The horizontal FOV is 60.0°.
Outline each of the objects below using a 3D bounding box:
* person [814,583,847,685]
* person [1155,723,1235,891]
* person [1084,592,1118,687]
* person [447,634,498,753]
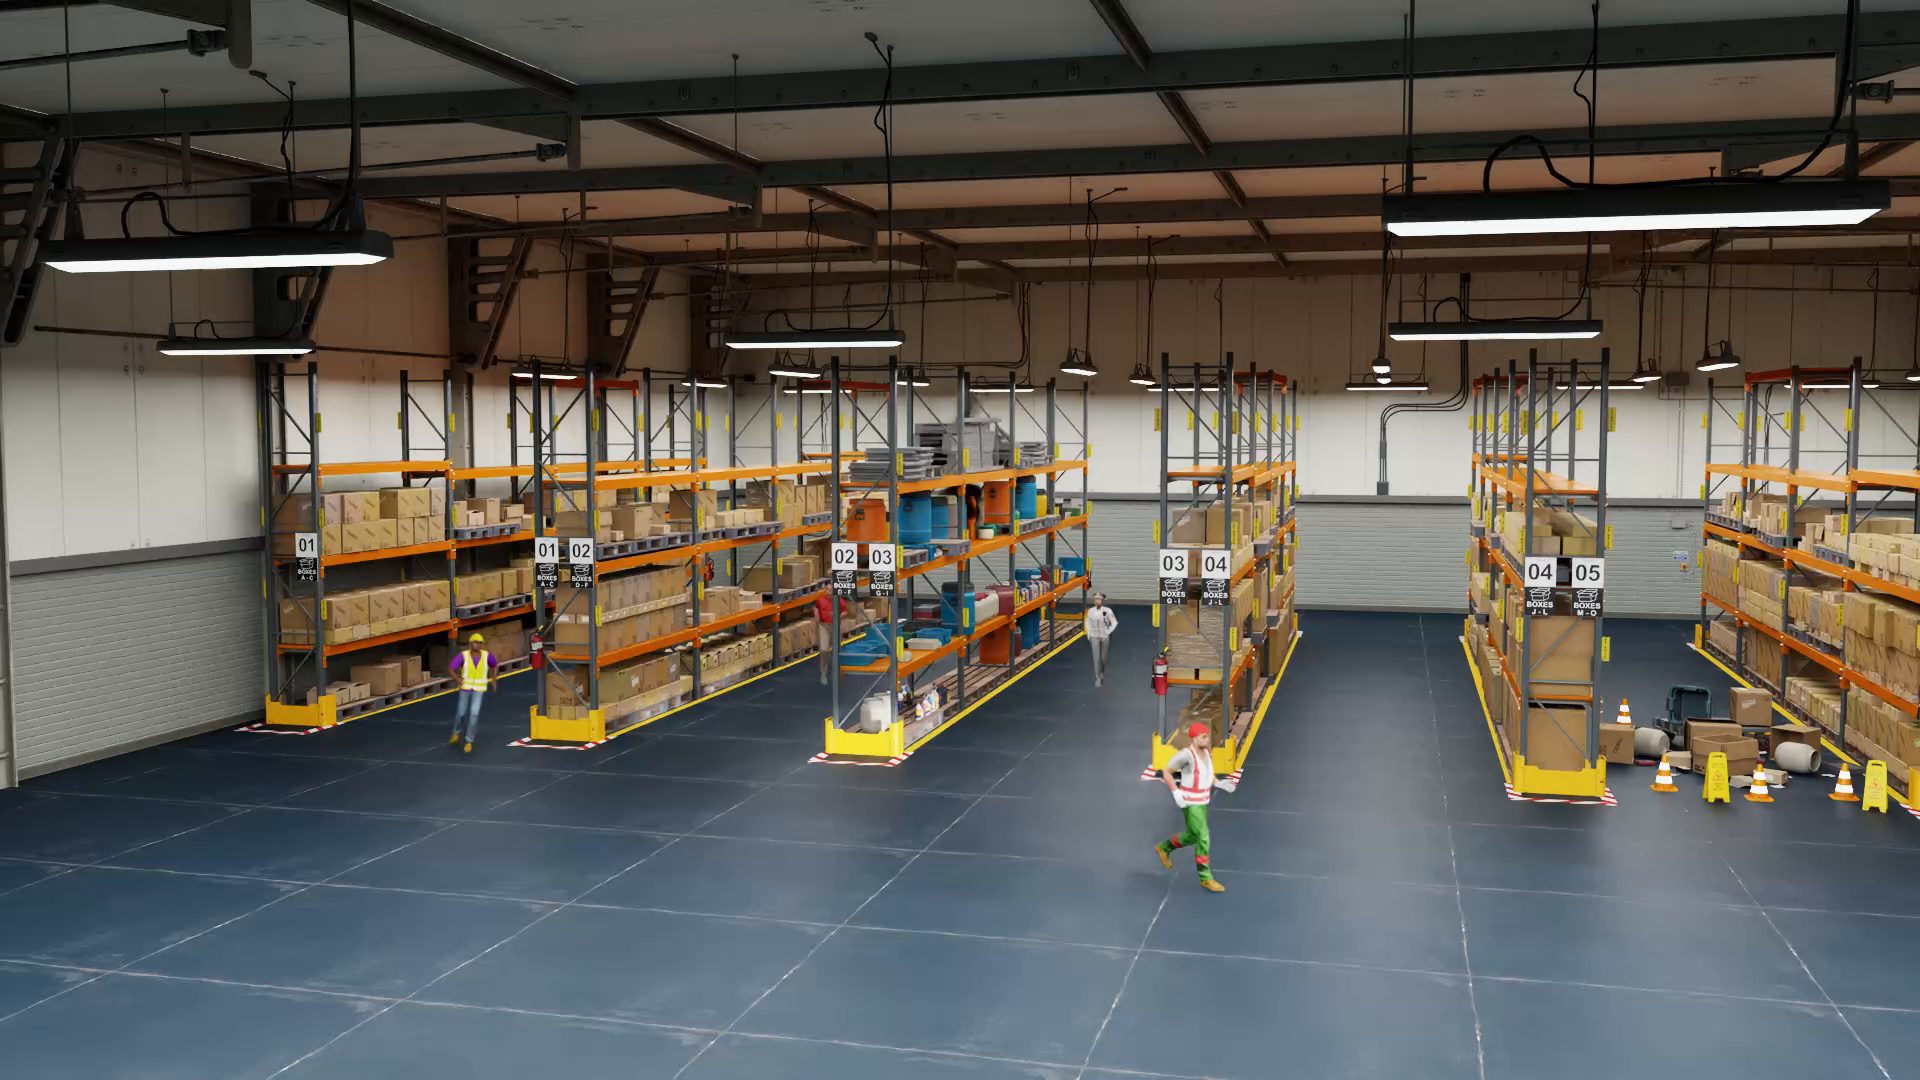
[{"bbox_3d":[-2.398,1.719,30.697,0.634,1.855,0.757,0,4,0],"label":"person"},{"bbox_3d":[2.481,2.848,18.037,0.962,1.774,0.631,4,5,42],"label":"person"},{"bbox_3d":[2.533,1.773,30.016,0.614,1.694,0.585,1,4,13],"label":"person"},{"bbox_3d":[-7.490,2.322,25.582,0.758,1.766,0.915,-1,4,-18],"label":"person"}]
